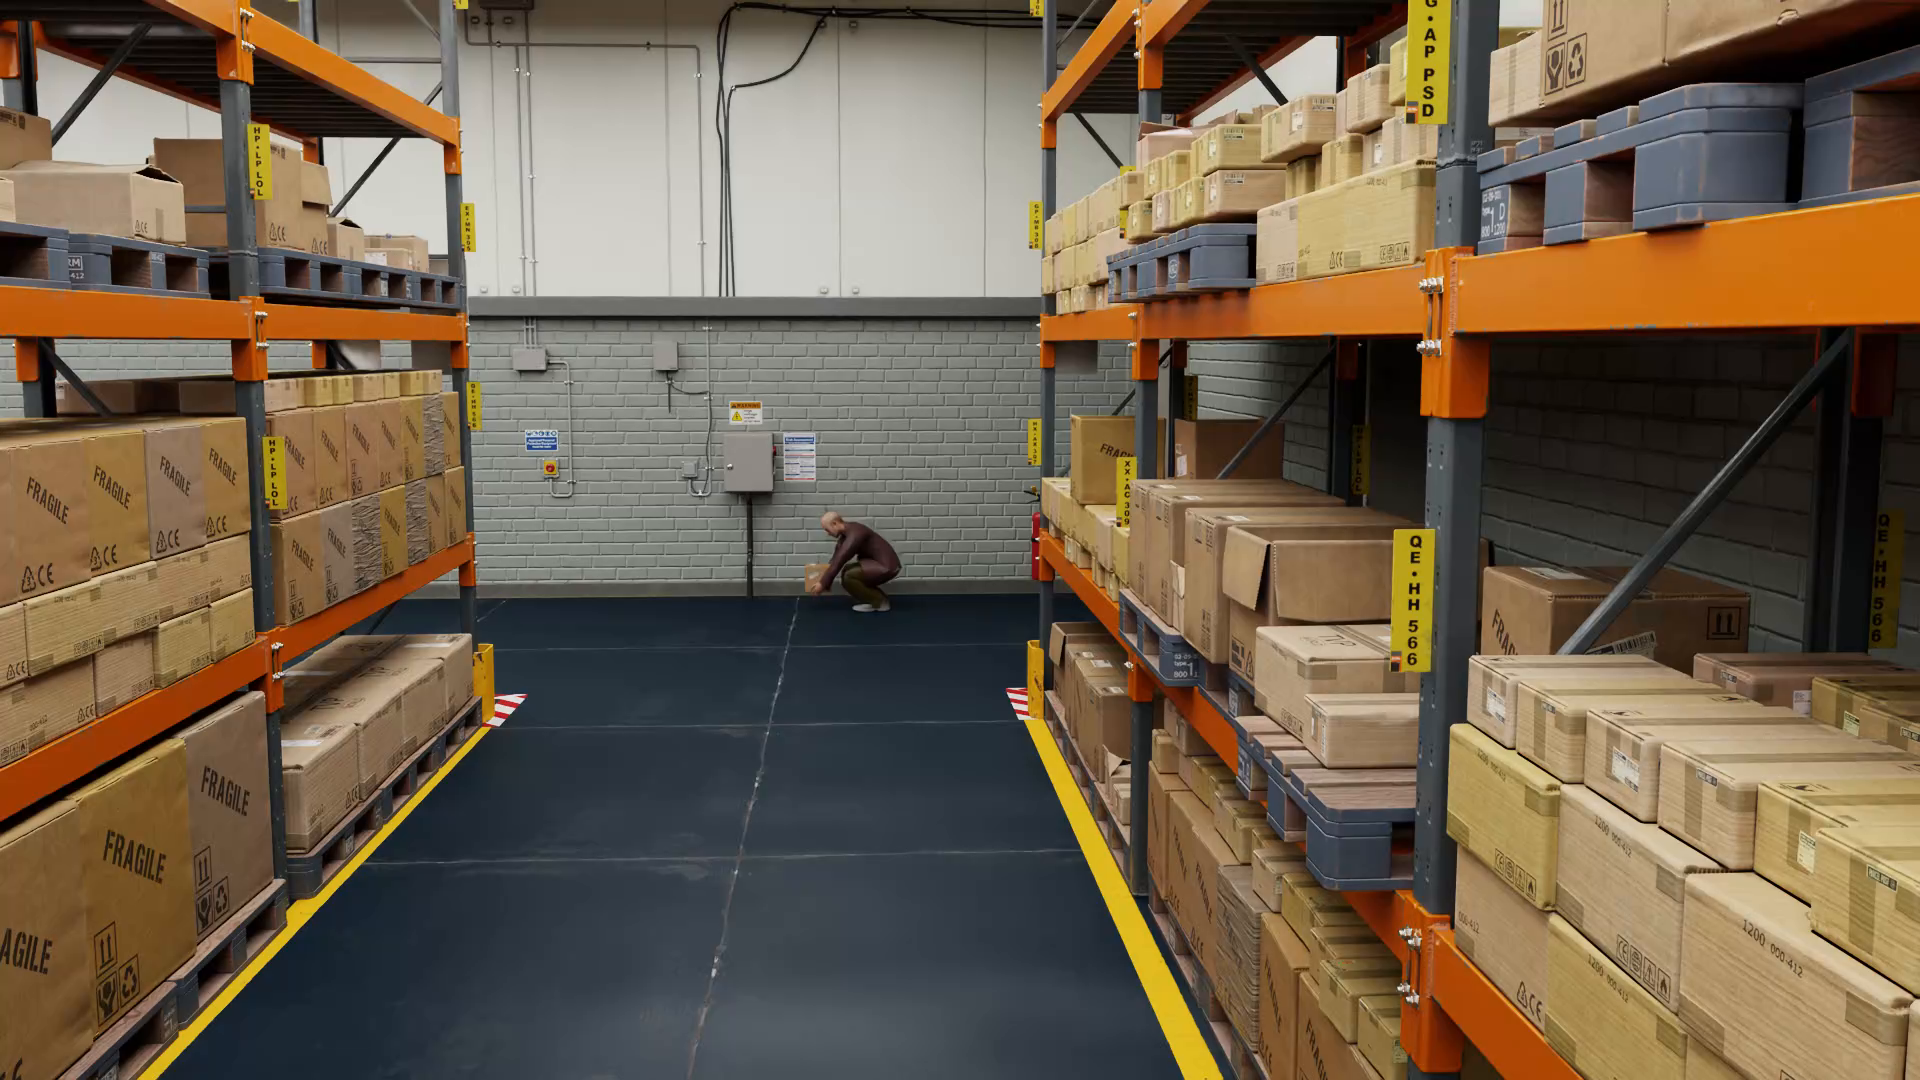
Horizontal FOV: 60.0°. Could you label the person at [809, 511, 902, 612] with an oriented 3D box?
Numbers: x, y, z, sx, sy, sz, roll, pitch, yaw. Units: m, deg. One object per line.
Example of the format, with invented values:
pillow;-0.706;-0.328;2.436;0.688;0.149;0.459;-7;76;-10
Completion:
person;-1.035;0.206;16.450;0.918;0.987;0.605;0;7;-4
